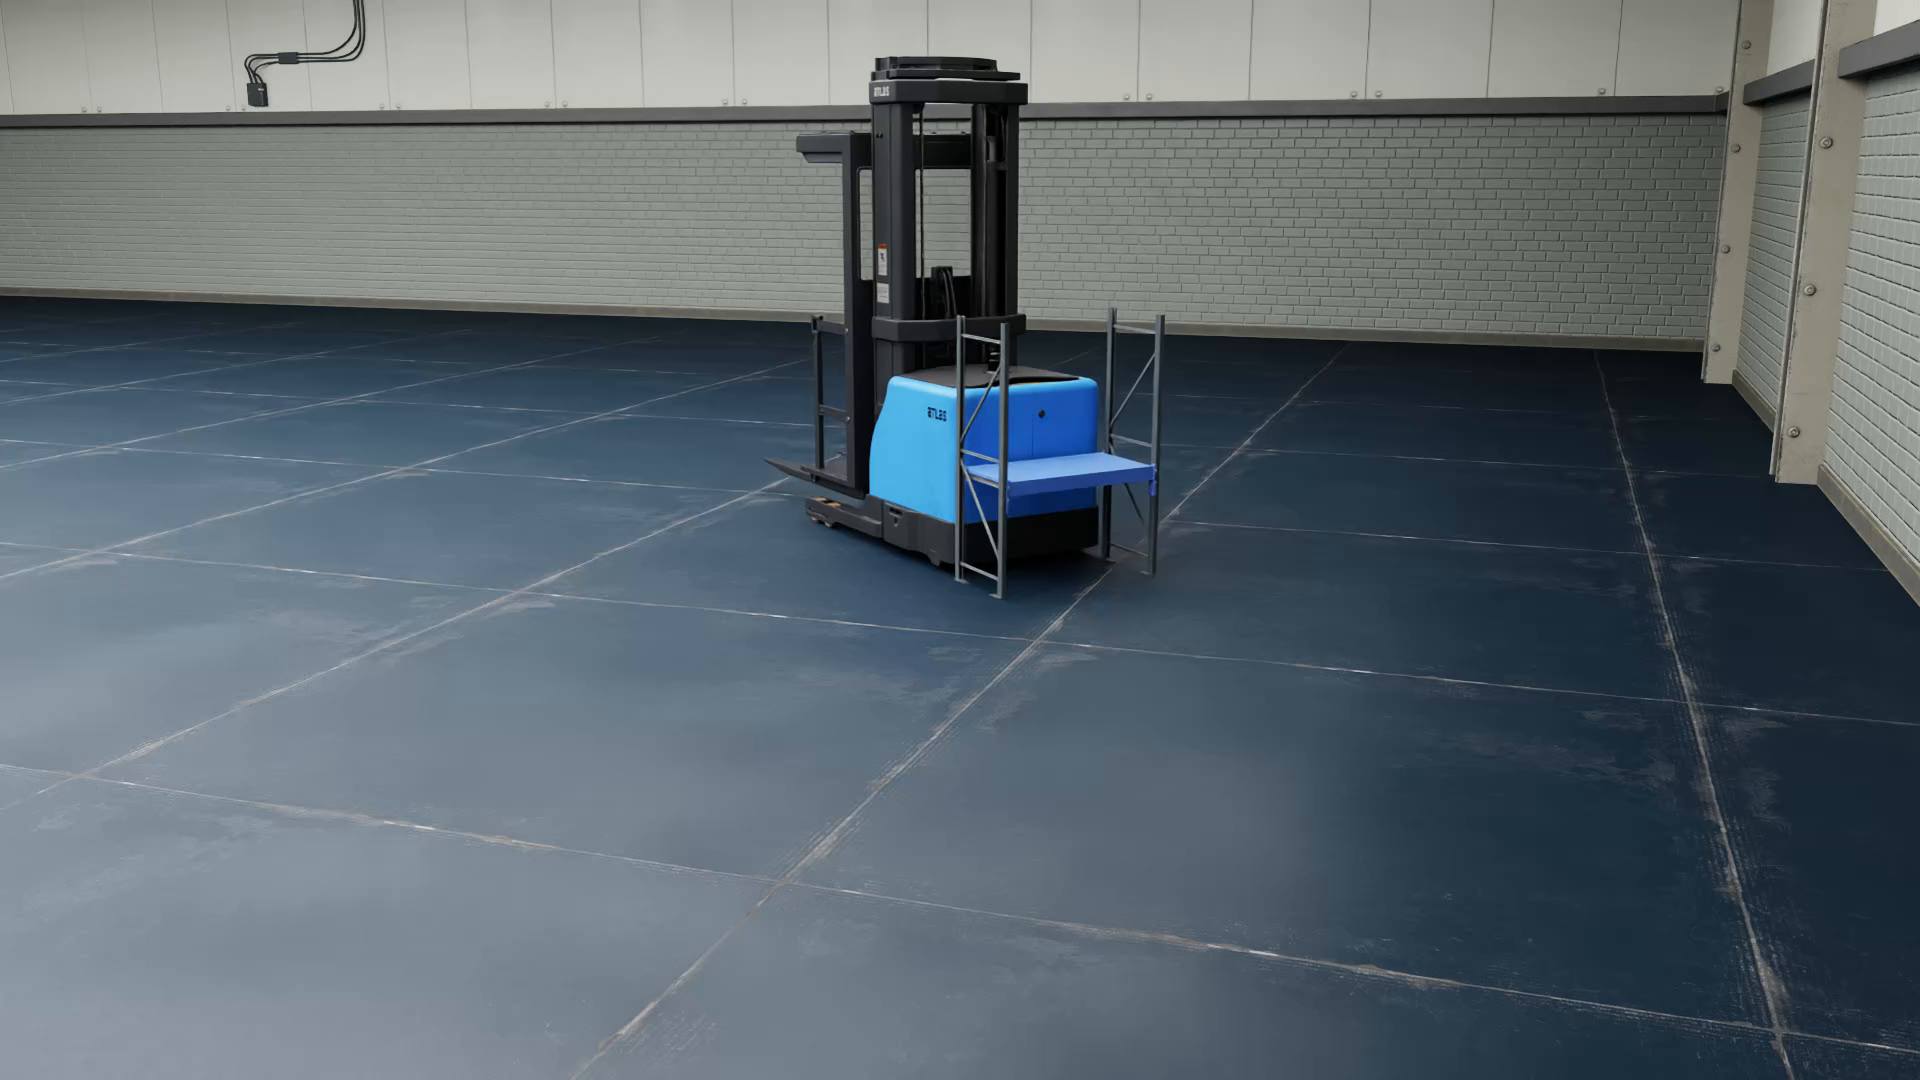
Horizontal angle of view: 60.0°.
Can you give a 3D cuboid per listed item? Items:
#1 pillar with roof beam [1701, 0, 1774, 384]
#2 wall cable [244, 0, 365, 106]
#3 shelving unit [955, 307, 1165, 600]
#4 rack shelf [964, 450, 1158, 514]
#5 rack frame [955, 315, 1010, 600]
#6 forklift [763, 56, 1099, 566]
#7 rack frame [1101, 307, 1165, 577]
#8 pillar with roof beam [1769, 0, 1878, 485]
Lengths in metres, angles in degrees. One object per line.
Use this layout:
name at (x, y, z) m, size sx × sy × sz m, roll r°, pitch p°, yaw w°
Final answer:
pillar with roof beam at (4.148, -6.420, 18.393) m, size 9.100 × 9.000 × 0.400 m, roll 4°, pitch 14°, yaw 18°
wall cable at (-10.402, -9.874, 25.884) m, size 2.305 × 6.003 × 0.169 m, roll 4°, pitch 14°, yaw 18°
shelving unit at (0.555, -0.511, 9.344) m, size 1.048 × 1.500 × 0.538 m, roll -7°, pitch 16°, yaw -30°
rack shelf at (0.553, -0.336, 9.386) m, size 1.000 × 0.185 × 0.538 m, roll -7°, pitch 16°, yaw -30°
rack frame at (0.117, -0.454, 9.092) m, size 0.032 × 1.500 × 0.500 m, roll -7°, pitch 16°, yaw -30°
forklift at (-0.360, -1.556, 10.716) m, size 1.130 × 2.935 × 3.031 m, roll -8°, pitch 15°, yaw -30°
rack frame at (0.992, -0.569, 9.595) m, size 0.032 × 1.500 × 0.500 m, roll -7°, pitch 16°, yaw -30°
pillar with roof beam at (2.206, -5.157, 12.858) m, size 9.100 × 9.000 × 0.400 m, roll 4°, pitch 14°, yaw 18°
